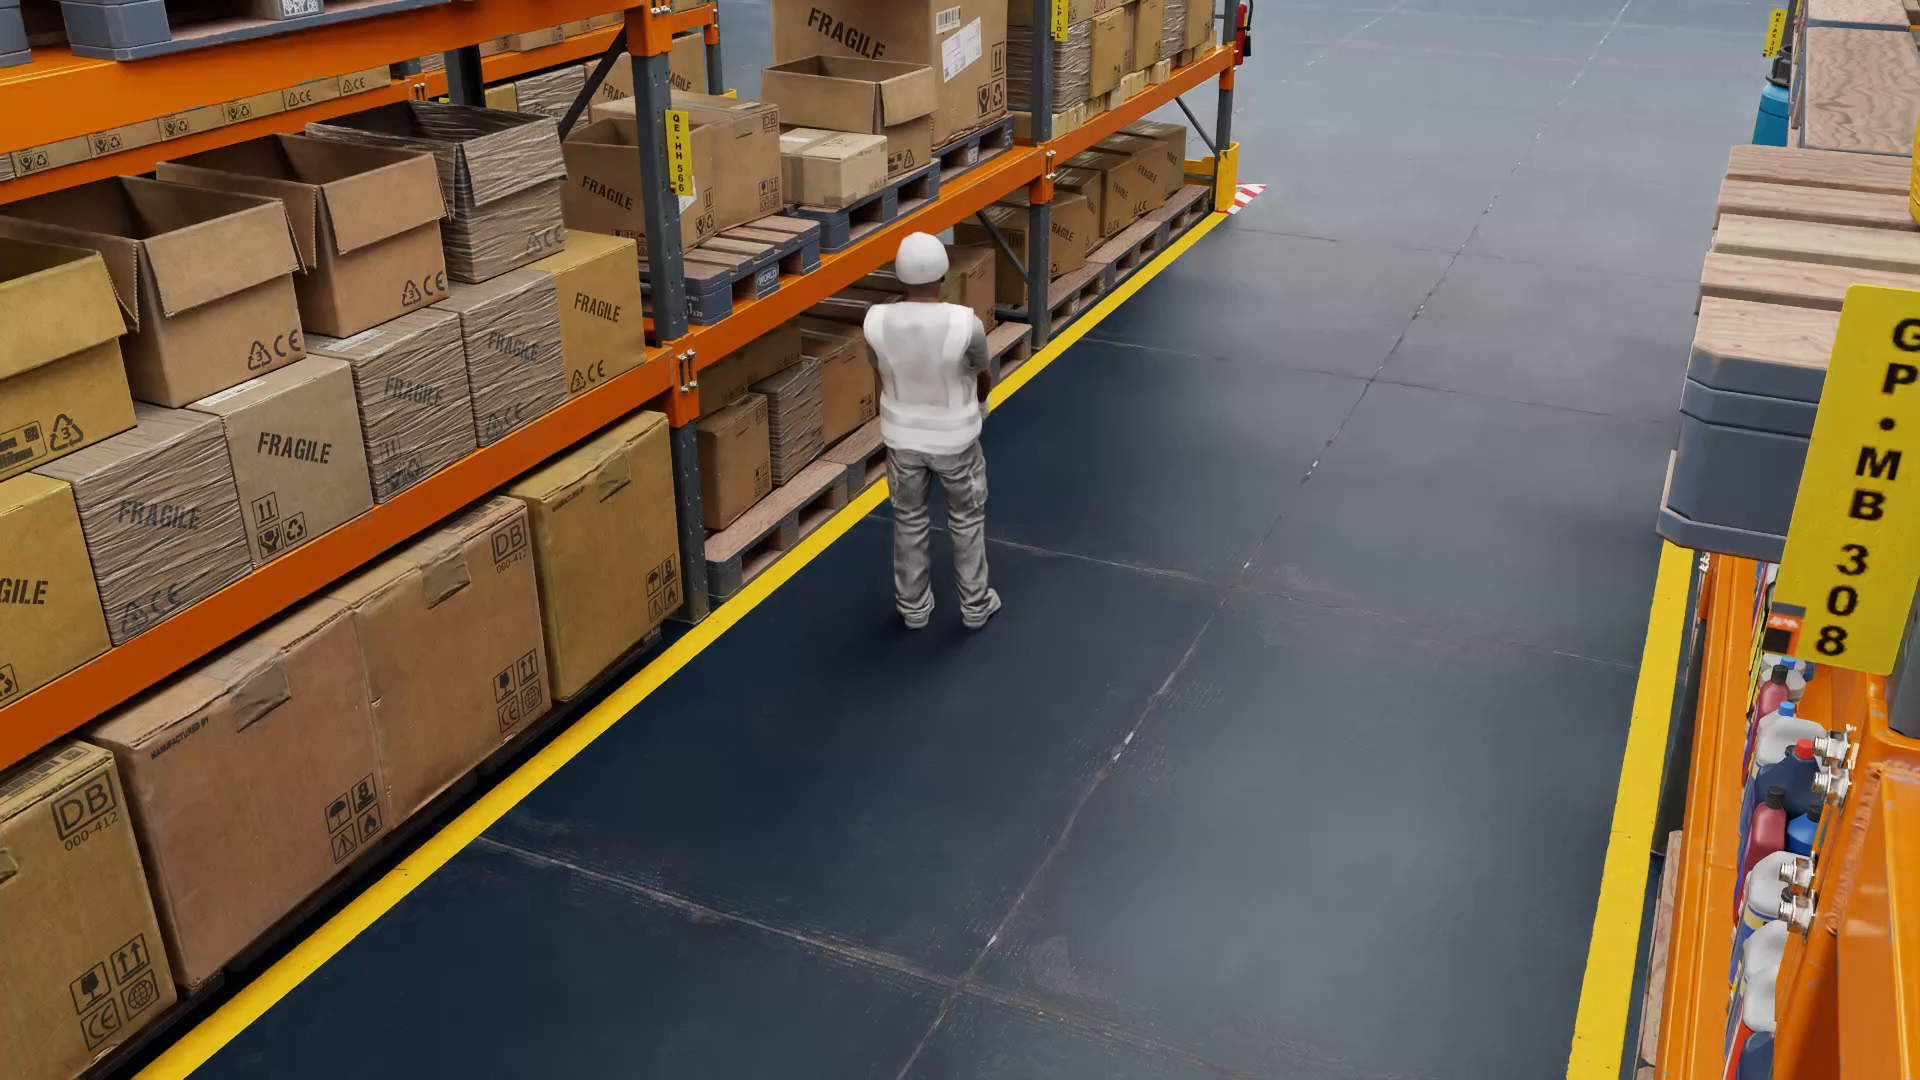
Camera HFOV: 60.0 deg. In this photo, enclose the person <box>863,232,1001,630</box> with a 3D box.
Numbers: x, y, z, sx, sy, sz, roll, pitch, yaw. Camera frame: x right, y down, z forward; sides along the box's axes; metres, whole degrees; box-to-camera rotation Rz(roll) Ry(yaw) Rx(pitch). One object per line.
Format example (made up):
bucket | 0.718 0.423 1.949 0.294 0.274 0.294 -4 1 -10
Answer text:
person | -0.103 -0.461 7.037 0.531 1.785 0.550 6 26 12
